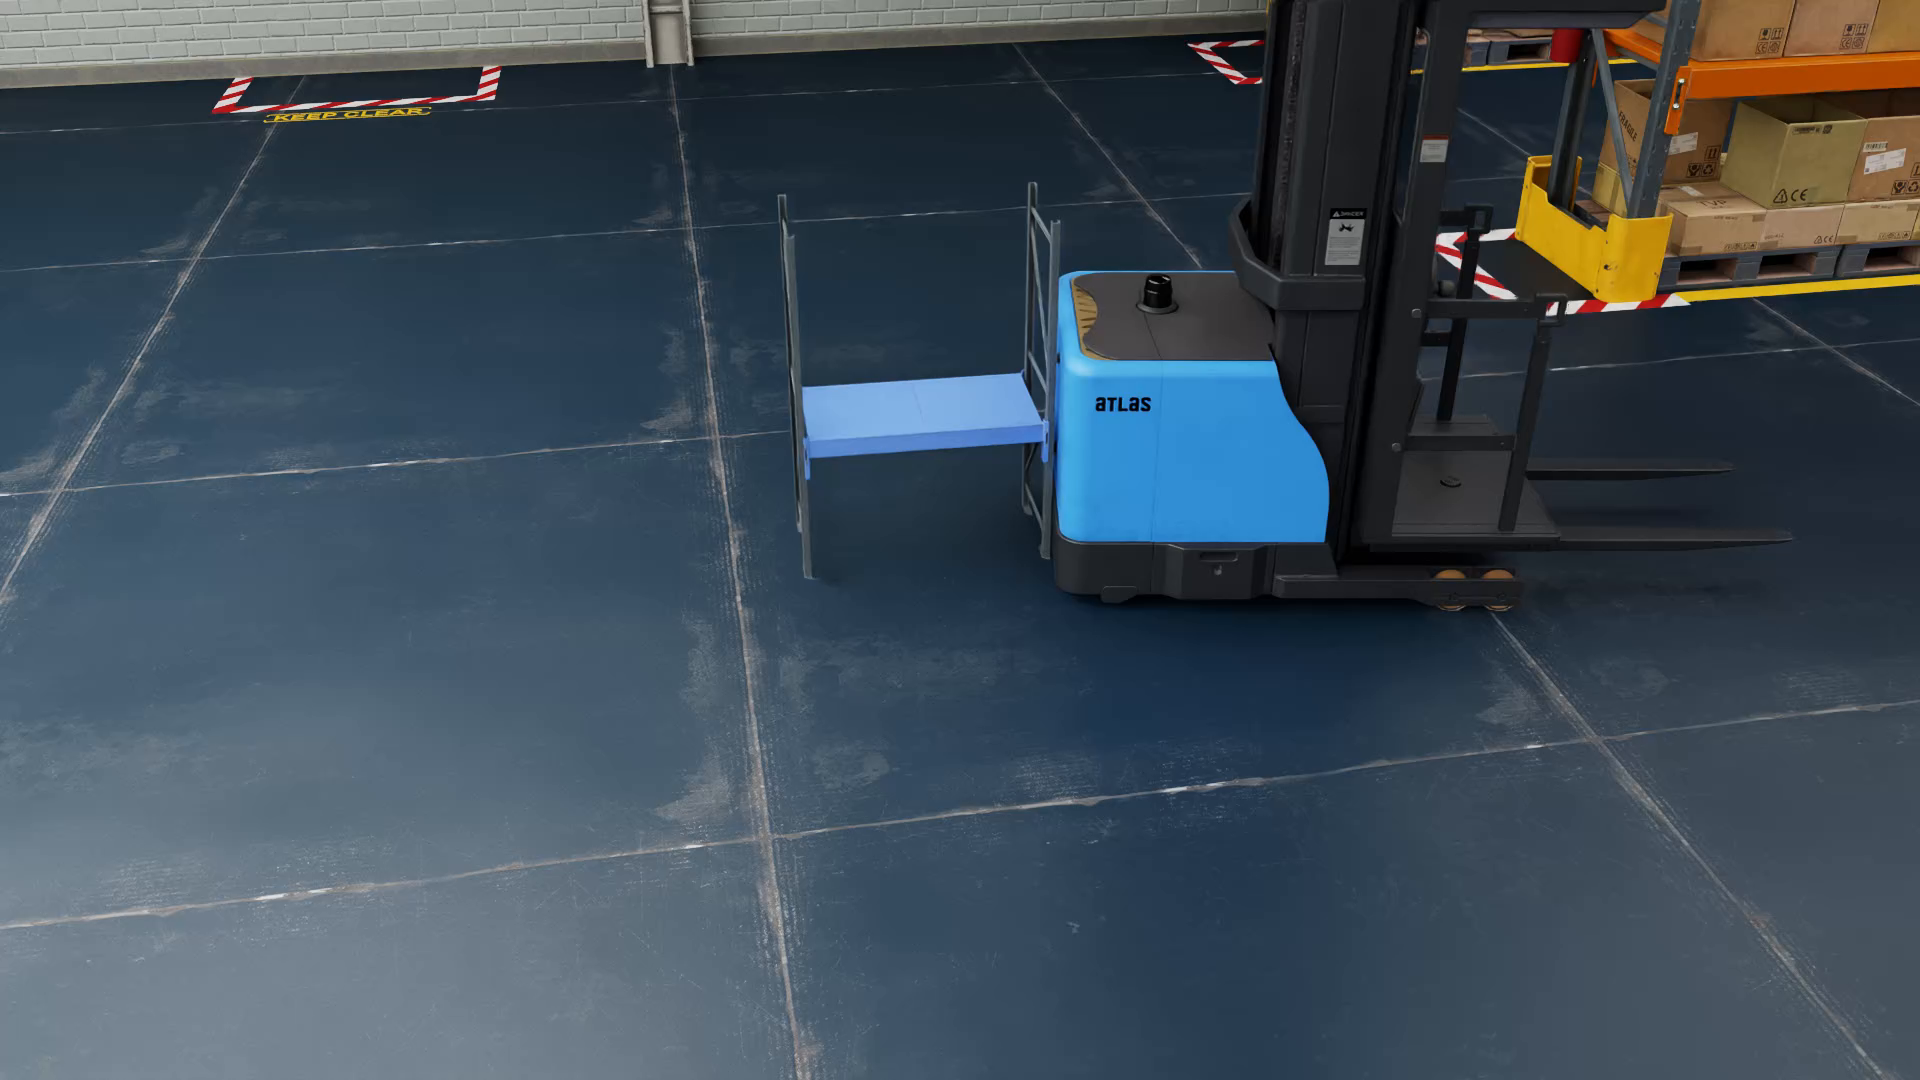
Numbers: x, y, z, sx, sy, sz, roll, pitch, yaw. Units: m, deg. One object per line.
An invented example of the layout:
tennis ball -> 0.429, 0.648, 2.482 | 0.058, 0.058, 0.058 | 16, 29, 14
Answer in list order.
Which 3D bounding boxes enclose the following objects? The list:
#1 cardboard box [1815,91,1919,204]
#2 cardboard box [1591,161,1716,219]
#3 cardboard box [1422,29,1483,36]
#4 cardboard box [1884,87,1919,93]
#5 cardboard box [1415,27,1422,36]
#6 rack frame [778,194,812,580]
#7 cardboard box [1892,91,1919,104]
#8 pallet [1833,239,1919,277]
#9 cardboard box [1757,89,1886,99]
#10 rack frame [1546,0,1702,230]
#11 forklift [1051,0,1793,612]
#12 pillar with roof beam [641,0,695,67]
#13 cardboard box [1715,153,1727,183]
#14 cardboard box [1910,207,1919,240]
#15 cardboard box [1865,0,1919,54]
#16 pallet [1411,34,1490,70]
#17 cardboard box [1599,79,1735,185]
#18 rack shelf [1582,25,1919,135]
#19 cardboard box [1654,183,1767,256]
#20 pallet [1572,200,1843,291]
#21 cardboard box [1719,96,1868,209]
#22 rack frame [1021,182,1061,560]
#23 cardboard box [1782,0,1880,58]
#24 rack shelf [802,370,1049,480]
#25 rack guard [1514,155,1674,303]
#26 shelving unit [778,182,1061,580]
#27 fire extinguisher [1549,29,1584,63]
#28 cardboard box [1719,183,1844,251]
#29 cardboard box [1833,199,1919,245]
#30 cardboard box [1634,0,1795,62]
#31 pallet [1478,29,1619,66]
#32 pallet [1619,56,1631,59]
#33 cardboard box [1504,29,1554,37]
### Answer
cardboard box -> 5.340, -2.316, 9.787 | 0.500, 0.500, 0.500 | -5, 31, -9
cardboard box -> 4.266, -2.152, 10.249 | 0.500, 0.250, 0.500 | -5, 31, -9
cardboard box -> 4.153, -4.530, 14.214 | 0.500, 0.311, 0.500 | -3, 31, -5
cardboard box -> 5.739, -2.620, 10.305 | 0.500, 0.500, 0.500 | -5, 31, -9
cardboard box -> 3.592, -4.478, 14.125 | 0.500, 0.311, 0.500 | -9, 32, -15
rack frame -> -0.673, -0.607, 6.802 | 0.032, 1.500, 0.500 | -5, 31, -8
cardboard box -> 5.835, -2.352, 9.850 | 0.500, 0.500, 0.500 | -5, 31, -9
pallet -> 5.734, -1.958, 10.372 | 1.213, 0.211, 1.003 | -5, 31, -9
cardboard box -> 5.246, -2.575, 10.228 | 0.500, 0.500, 0.500 | -5, 31, -9
rack frame -> 3.792, -2.960, 9.324 | 0.127, 3.000, 1.000 | -5, 31, -9
forklift -> 1.905, -1.245, 6.475 | 3.031, 2.935, 1.130 | 0, 30, 0
pillar with roof beam -> -1.698, -5.816, 8.264 | 0.400, 9.000, 9.100 | -5, 31, -9
cardboard box -> 4.756, -2.203, 10.336 | 0.500, 0.250, 0.500 | -5, 31, -9
cardboard box -> 5.835, -2.030, 10.041 | 0.500, 0.250, 0.500 | -5, 31, -9
cardboard box -> 5.258, -3.132, 9.518 | 0.500, 0.500, 0.700 | -5, 31, -9
pallet -> 3.776, -4.291, 14.339 | 1.213, 0.211, 1.003 | -5, 31, -9
cardboard box -> 4.265, -2.476, 10.060 | 0.500, 0.500, 0.500 | -5, 31, -9
rack shelf -> 5.759, -2.832, 9.817 | 4.000, 0.370, 1.077 | -5, 31, -9
cardboard box -> 4.359, -1.894, 9.809 | 0.500, 0.250, 0.500 | -5, 31, -9
pallet -> 4.536, -1.849, 10.185 | 1.213, 0.211, 1.003 | -5, 31, -9
cardboard box -> 4.851, -2.263, 9.699 | 0.500, 0.500, 0.500 | -5, 31, -9
rack frame -> 0.332, -0.686, 6.937 | 0.032, 1.500, 0.500 | -5, 31, -8
cardboard box -> 4.769, -3.089, 9.446 | 0.500, 0.500, 0.700 | -5, 31, -8
rack shelf -> -0.171, -0.491, 6.961 | 1.000, 0.185, 0.538 | -5, 31, -8
rack guard -> 3.768, -1.880, 9.954 | 0.348, 0.500, 1.175 | -5, 31, -9
shelving unit -> -0.171, -0.646, 6.870 | 1.048, 1.500, 0.538 | -5, 31, -8
fire extinguisher -> 3.592, -3.147, 9.719 | 0.183, 0.674, 0.296 | -5, 31, -9
cardboard box -> 4.850, -1.941, 9.890 | 0.500, 0.250, 0.500 | -5, 31, -9
cardboard box -> 5.342, -1.987, 9.967 | 0.500, 0.250, 0.500 | -5, 31, -9
cardboard box -> 4.253, -3.039, 9.361 | 0.500, 0.500, 0.700 | -5, 31, -9
pallet -> 4.973, -4.400, 14.525 | 1.213, 0.211, 1.003 | -5, 31, -9
pallet -> 6.176, -4.513, 14.718 | 1.213, 0.211, 1.003 | -5, 31, -9
cardboard box -> 4.884, -4.654, 14.237 | 0.500, 0.500, 0.700 | -7, 31, -12
